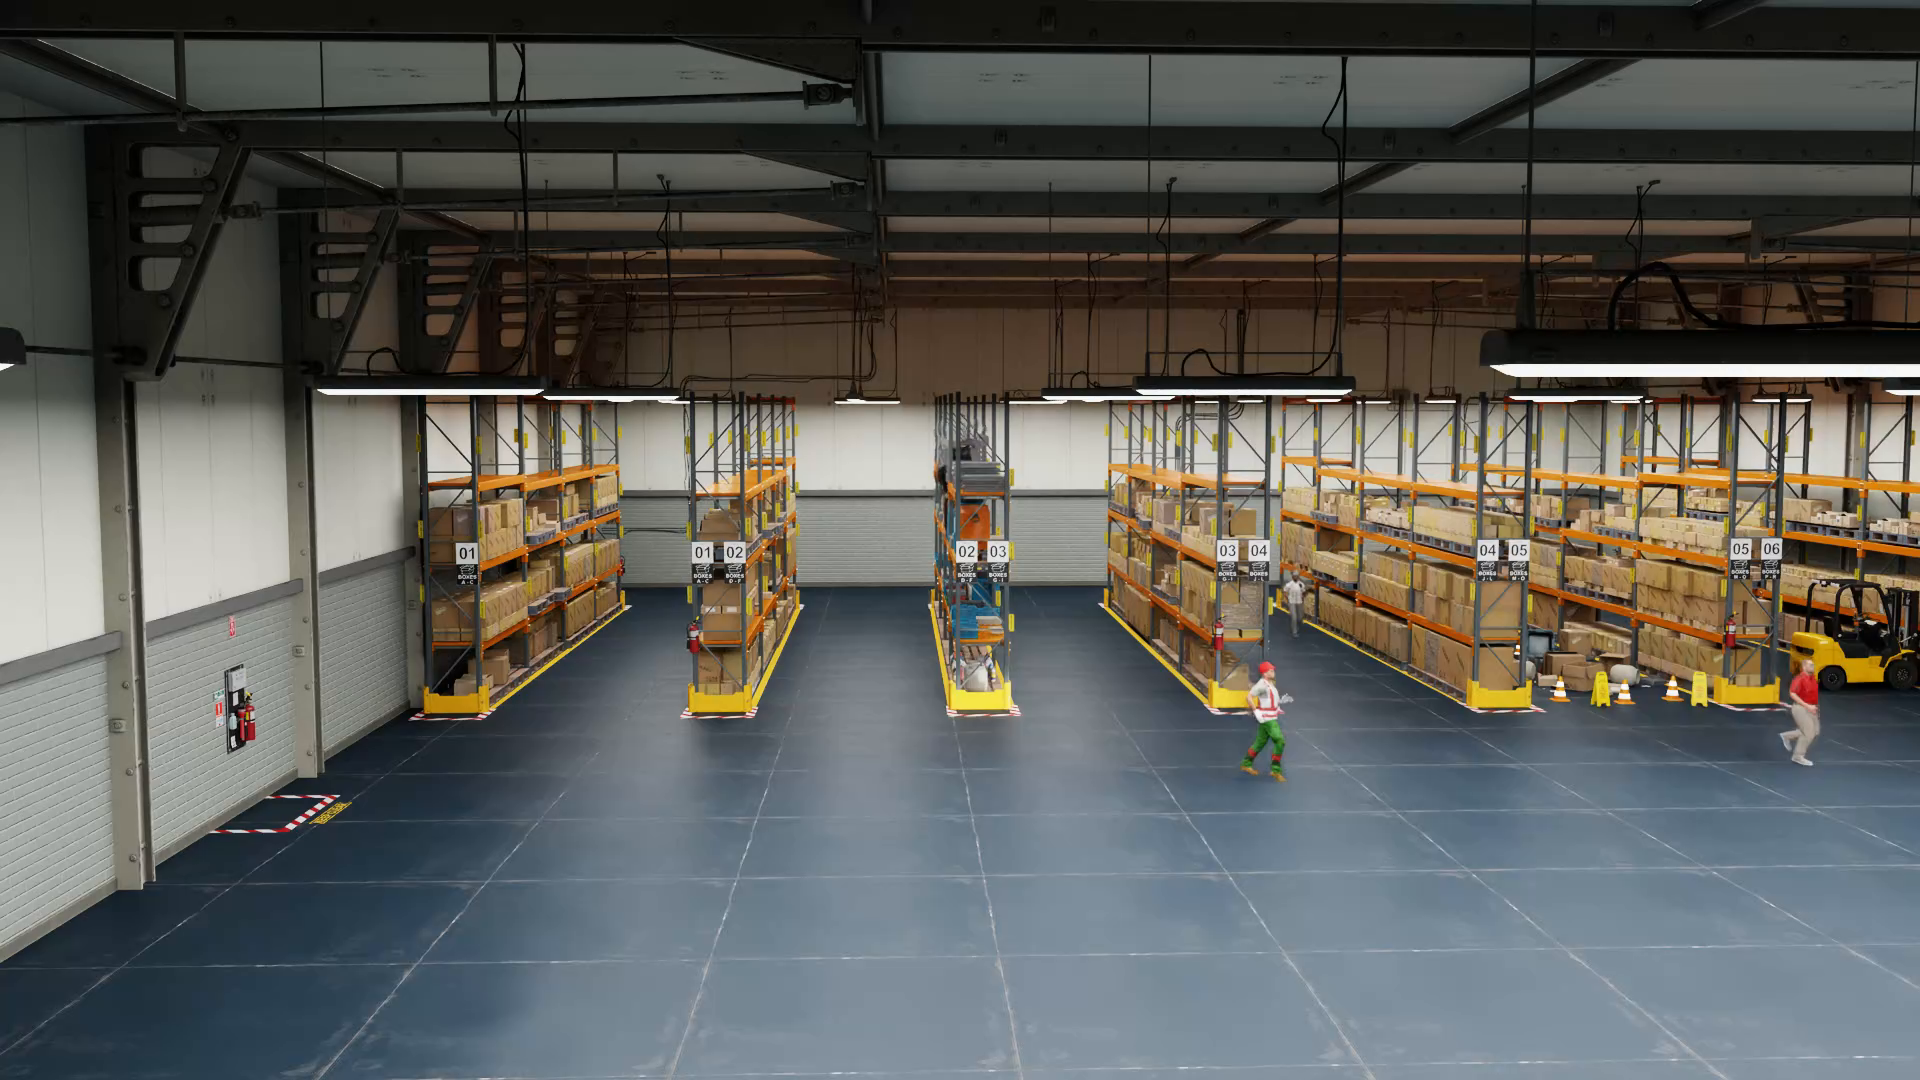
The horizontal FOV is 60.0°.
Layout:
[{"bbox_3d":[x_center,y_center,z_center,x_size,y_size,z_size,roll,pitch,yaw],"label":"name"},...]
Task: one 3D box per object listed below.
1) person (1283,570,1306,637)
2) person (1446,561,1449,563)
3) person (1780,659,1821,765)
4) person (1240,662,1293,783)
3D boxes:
[{"bbox_3d":[8.355,1.571,41.502,0.581,1.655,0.681,0,5,-1],"label":"person"},{"bbox_3d":[14.567,0.923,49.416,0.937,1.612,0.611,3,6,37],"label":"person"},{"bbox_3d":[13.542,2.748,26.769,0.681,1.705,0.669,-4,6,-38],"label":"person"},{"bbox_3d":[4.688,2.786,25.457,0.793,1.846,0.646,1,5,16],"label":"person"}]
